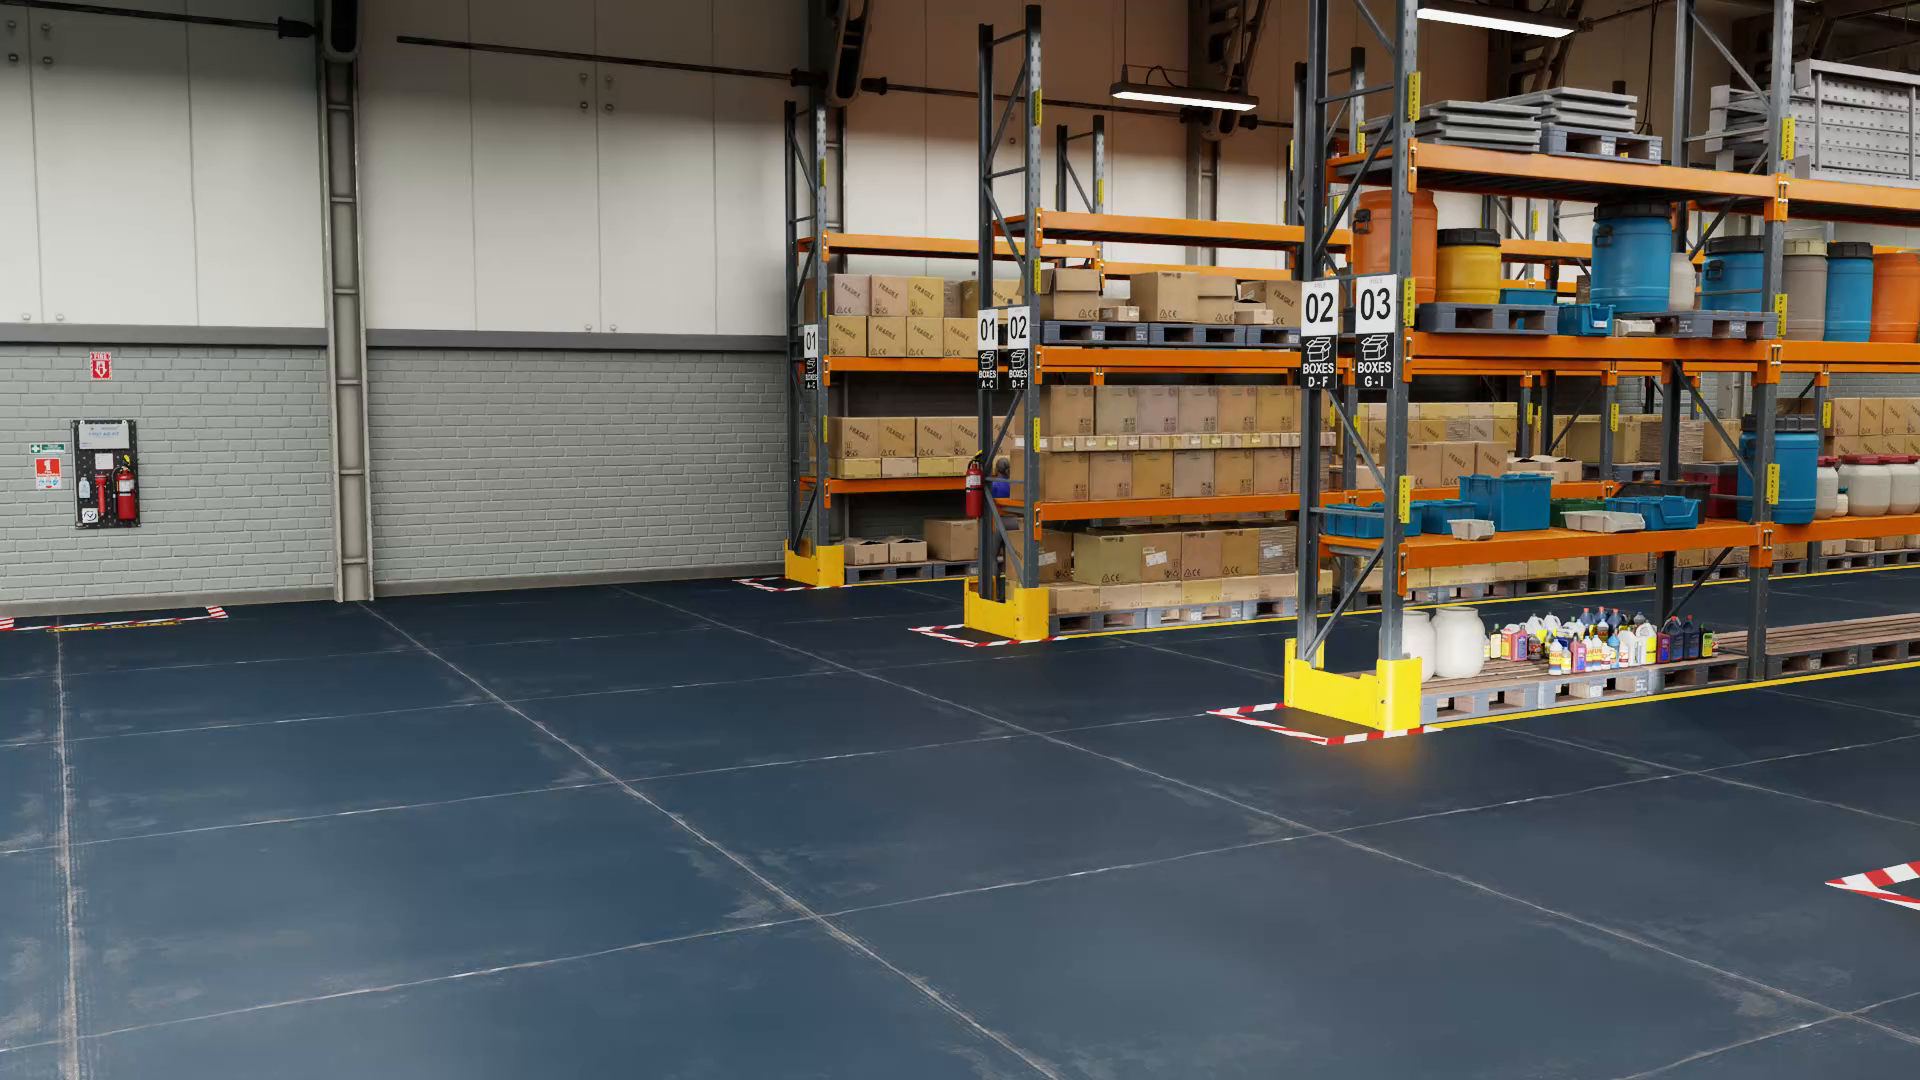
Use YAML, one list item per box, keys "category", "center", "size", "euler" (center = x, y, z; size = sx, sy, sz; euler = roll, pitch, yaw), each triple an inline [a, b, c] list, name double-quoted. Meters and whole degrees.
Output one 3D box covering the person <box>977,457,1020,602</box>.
- category: "person"
  center: [0.438, -0.123, 18.926]
  size: [0.452, 1.649, 0.512]
  euler: [-3, 6, -29]
